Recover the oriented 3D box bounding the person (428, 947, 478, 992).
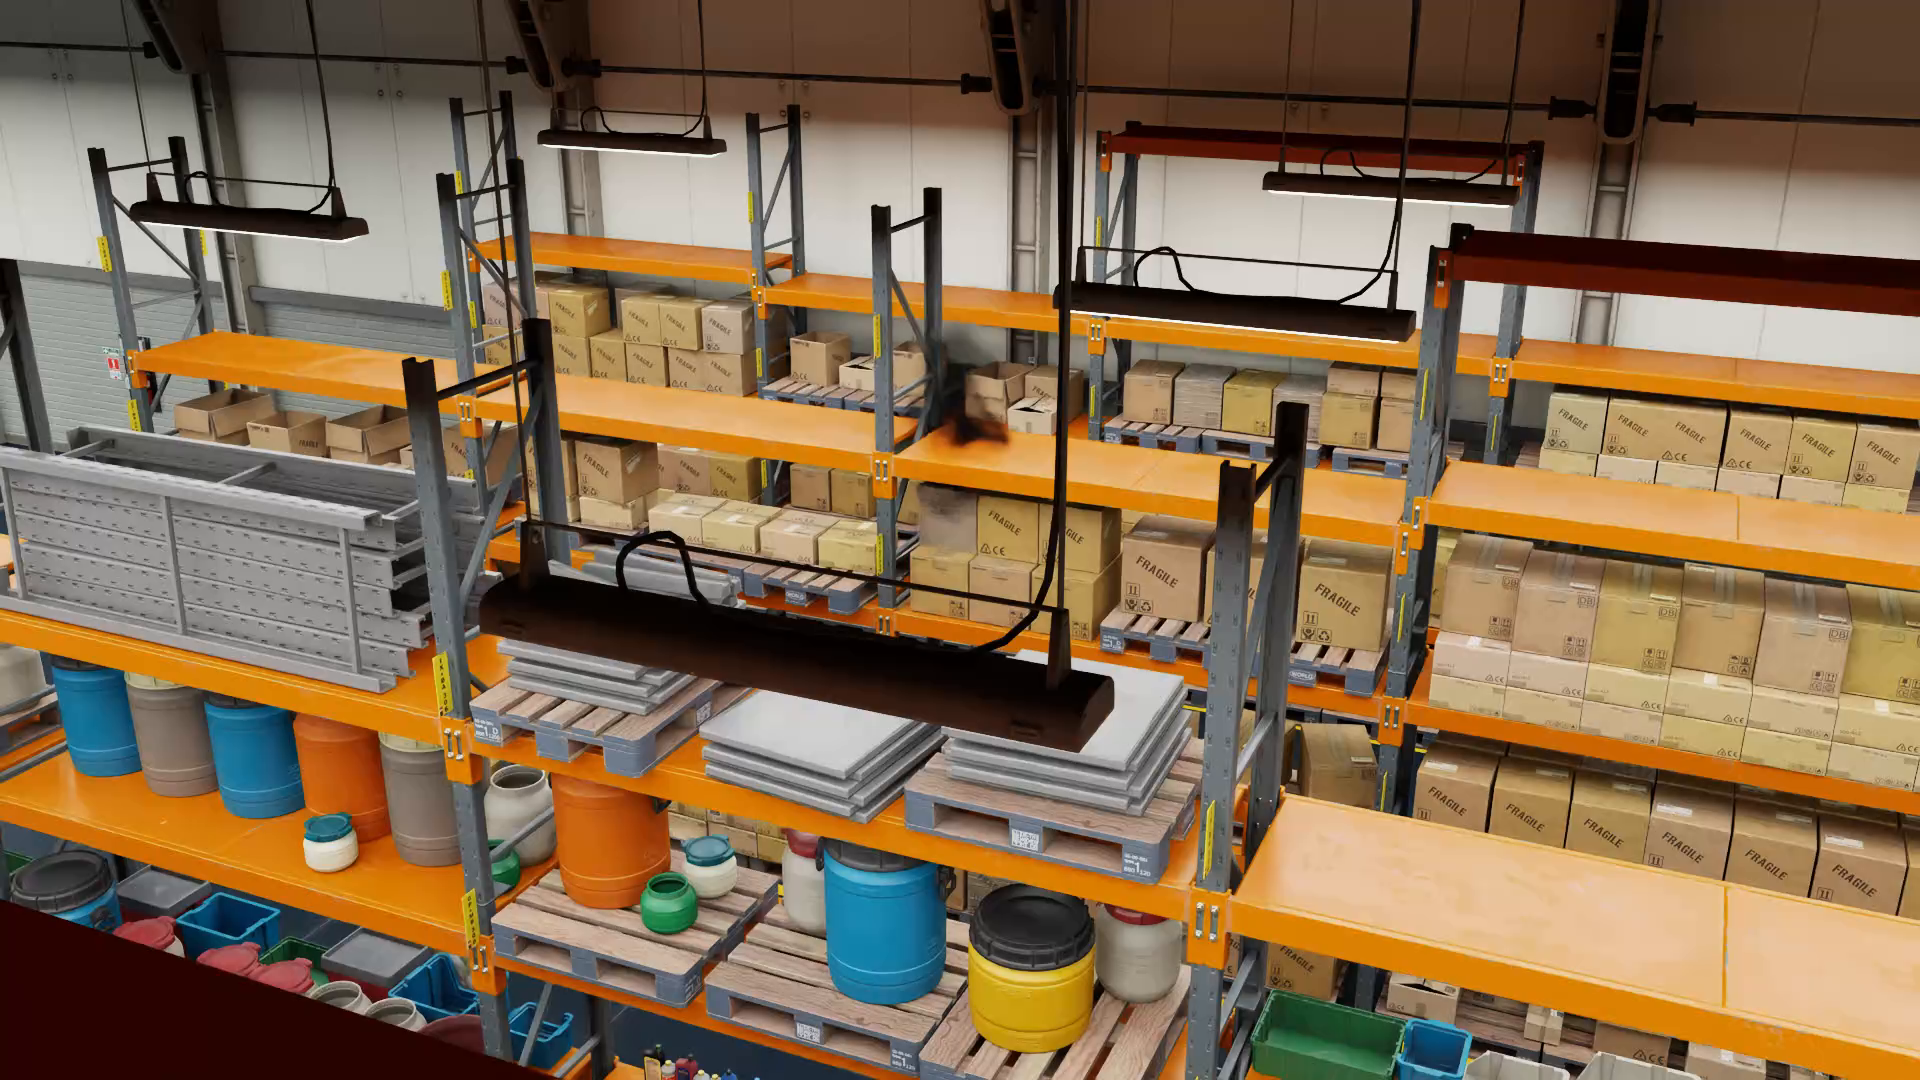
[{"bbox_3d":[-3.791,2.687,12.346,0.528,1.680,0.589,9,23,24],"label":"person"}]
